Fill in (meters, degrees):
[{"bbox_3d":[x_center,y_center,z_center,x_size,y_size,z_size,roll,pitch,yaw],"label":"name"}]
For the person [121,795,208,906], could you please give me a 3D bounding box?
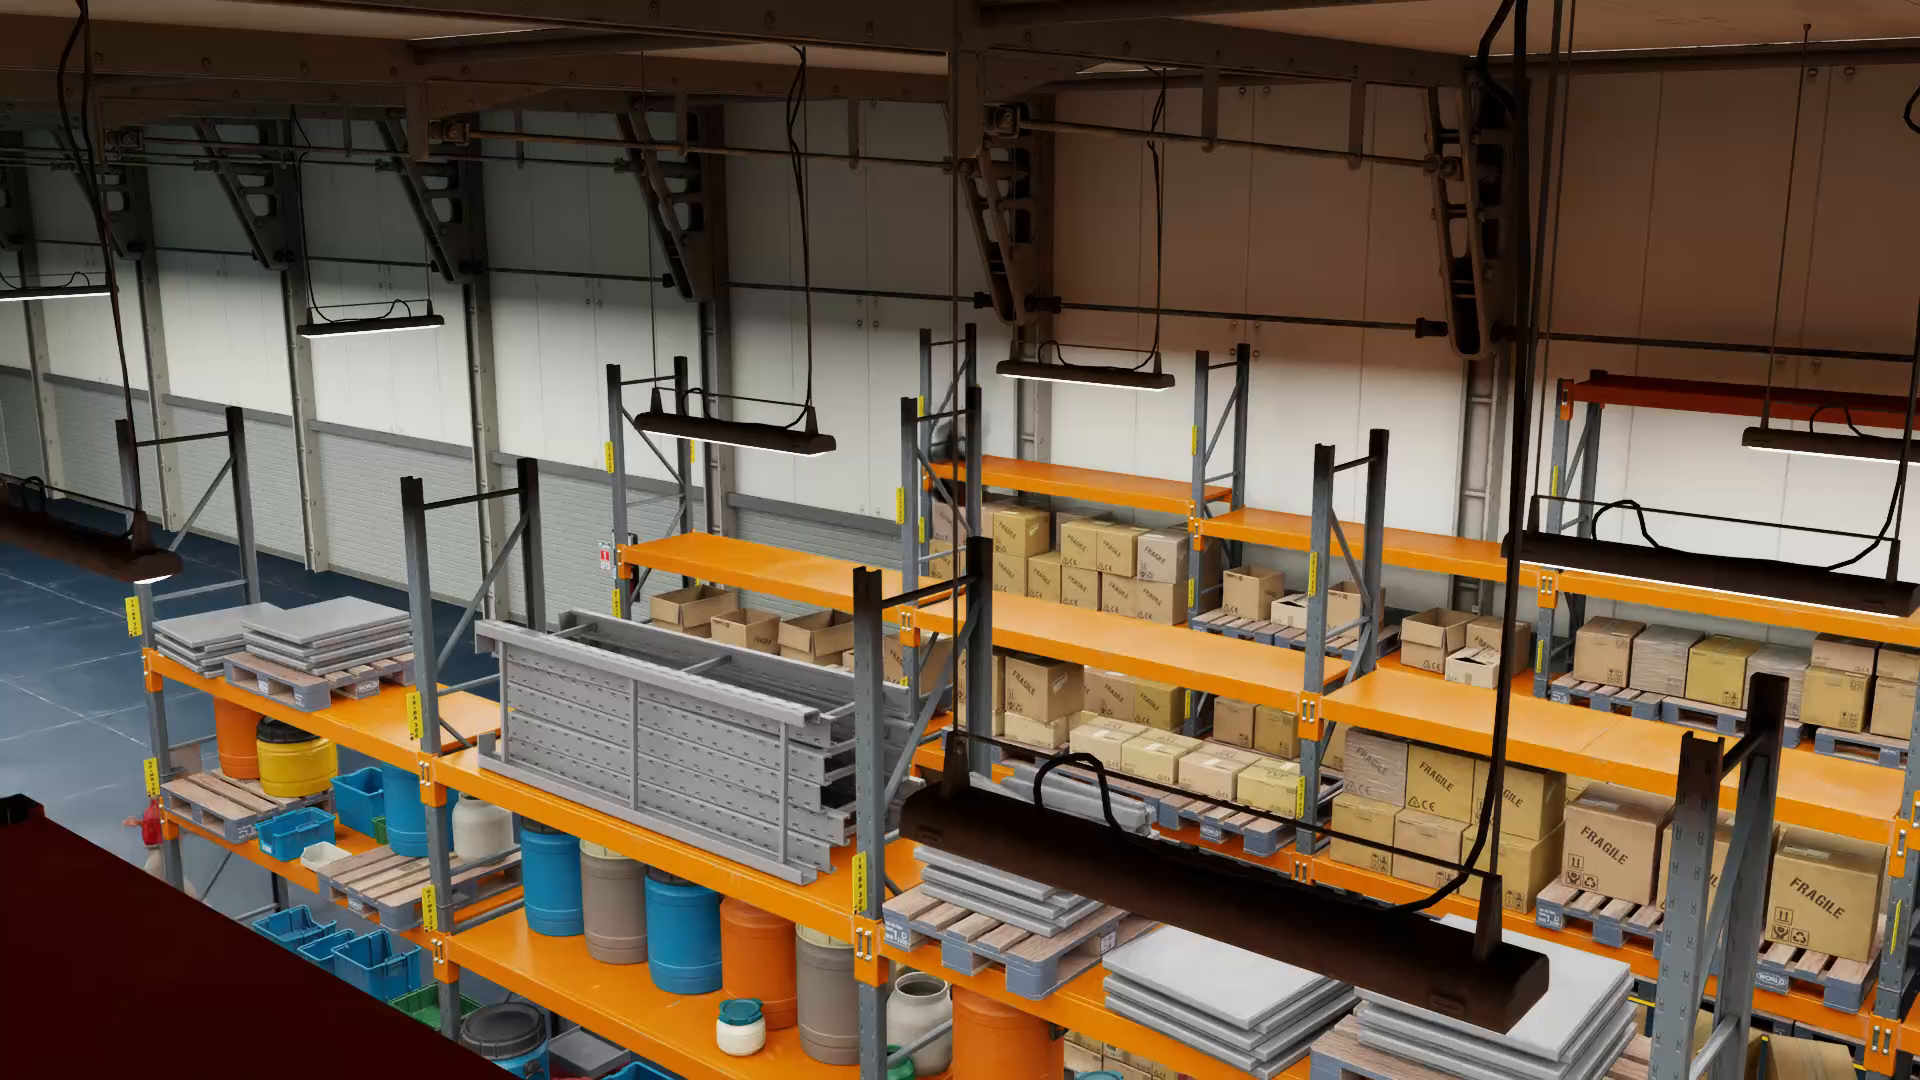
[{"bbox_3d":[-8.417,3.340,17.600,0.748,1.796,0.640,-6,14,-25],"label":"person"}]
